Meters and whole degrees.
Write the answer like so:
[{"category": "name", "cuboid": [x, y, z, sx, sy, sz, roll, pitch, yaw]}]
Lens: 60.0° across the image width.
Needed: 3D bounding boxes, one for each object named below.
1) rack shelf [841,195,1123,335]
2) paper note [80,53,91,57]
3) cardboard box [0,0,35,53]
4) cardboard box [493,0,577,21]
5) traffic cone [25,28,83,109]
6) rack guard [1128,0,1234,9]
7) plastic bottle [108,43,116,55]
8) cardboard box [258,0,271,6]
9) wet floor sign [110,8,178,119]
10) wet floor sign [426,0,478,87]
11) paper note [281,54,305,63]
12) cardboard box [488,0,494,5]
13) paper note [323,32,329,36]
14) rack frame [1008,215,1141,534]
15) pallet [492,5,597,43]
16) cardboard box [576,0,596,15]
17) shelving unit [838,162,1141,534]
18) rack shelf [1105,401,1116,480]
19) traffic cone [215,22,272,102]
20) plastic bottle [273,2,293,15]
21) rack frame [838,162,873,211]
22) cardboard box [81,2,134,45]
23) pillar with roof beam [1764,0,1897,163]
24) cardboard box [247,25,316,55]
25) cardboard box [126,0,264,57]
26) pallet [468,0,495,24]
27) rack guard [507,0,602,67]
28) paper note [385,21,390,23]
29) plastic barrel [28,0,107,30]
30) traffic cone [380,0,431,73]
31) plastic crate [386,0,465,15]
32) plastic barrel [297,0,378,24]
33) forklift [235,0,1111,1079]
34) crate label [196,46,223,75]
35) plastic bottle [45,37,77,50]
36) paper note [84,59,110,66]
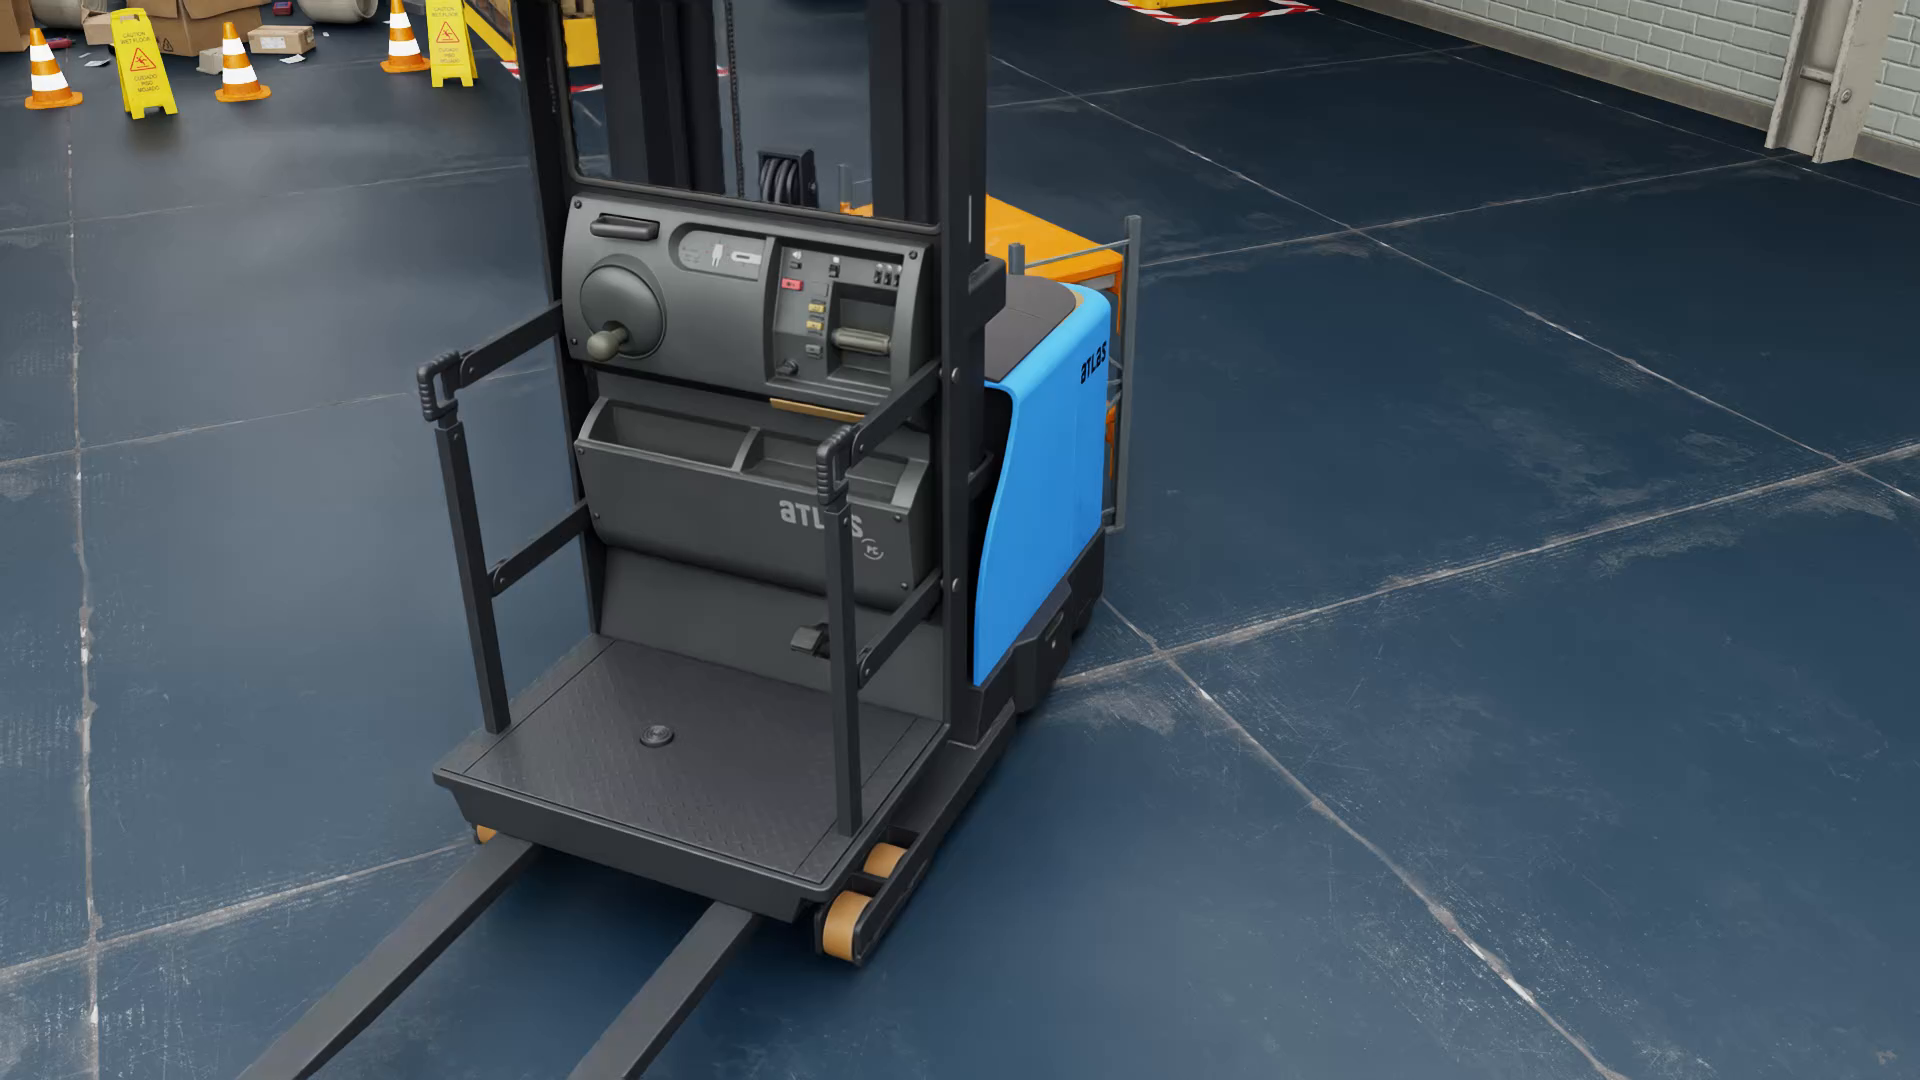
[{"category": "rack shelf", "cuboid": [0.075, -0.932, 5.664, 0.538, 0.278, 1.000, -18, 34, -29]}, {"category": "paper note", "cuboid": [-6.292, -3.486, 11.957, 0.032, 0.001, 0.123, 2, 29, 4]}, {"category": "cardboard box", "cuboid": [-7.089, -3.844, 12.092, 0.500, 0.500, 0.500, -8, 30, -13]}, {"category": "cardboard box", "cuboid": [-3.138, -4.016, 12.227, 0.500, 0.250, 0.500, -13, 32, -22]}, {"category": "traffic cone", "cuboid": [-5.910, -3.063, 10.739, 0.336, 0.463, 0.334, -13, 32, -22]}, {"category": "rack guard", "cuboid": [1.954, -4.664, 13.556, 1.175, 0.500, 0.348, -13, 32, -22]}, {"category": "plastic bottle", "cuboid": [-6.071, -3.556, 12.030, 0.283, 0.061, 0.133, 26, 38, 38]}, {"category": "cardboard box", "cuboid": [-5.843, -4.485, 13.476, 0.396, 0.266, 0.258, 13, 32, 21]}, {"category": "wet floor sign", "cuboid": [-5.164, -3.013, 10.463, 0.267, 0.644, 0.232, -19, 35, -30]}, {"category": "wet floor sign", "cuboid": [-3.422, -3.385, 11.128, 0.267, 0.644, 0.232, -3, 29, -5]}, {"category": "paper note", "cuboid": [-4.741, -3.425, 11.828, 0.142, 0.019, 0.148, 26, 38, 38]}, {"category": "cardboard box", "cuboid": [-3.343, -4.236, 12.619, 0.500, 0.250, 0.500, -13, 32, -22]}, {"category": "paper note", "cuboid": [-4.784, -3.815, 12.543, 0.032, 0.001, 0.123, -13, 32, -22]}, {"category": "rack frame", "cuboid": [0.361, -0.471, 5.440, 0.500, 1.125, 0.032, -18, 34, -29]}, {"category": "pallet", "cuboid": [-2.887, -3.904, 12.497, 1.003, 0.211, 1.213, -13, 32, -22]}, {"category": "cardboard box", "cuboid": [-2.634, -4.119, 12.411, 0.500, 0.250, 0.500, -13, 32, -22]}, {"category": "shelving unit", "cuboid": [0.075, -0.677, 5.807, 0.538, 1.125, 1.048, -18, 34, -29]}, {"category": "rack shelf", "cuboid": [0.075, -0.464, 5.927, 0.538, 0.278, 1.000, -18, 34, -29]}, {"category": "traffic cone", "cuboid": [-4.744, -3.150, 10.895, 0.336, 0.463, 0.334, -13, 32, -22]}, {"category": "plastic bottle", "cuboid": [-5.394, -4.242, 13.253, 0.133, 0.061, 0.283, -8, 30, -13]}, {"category": "rack frame", "cuboid": [-0.210, -0.882, 6.174, 0.500, 1.125, 0.032, -18, 34, -29]}, {"category": "cardboard box", "cuboid": [-6.280, -3.839, 12.324, 0.396, 0.266, 0.258, -8, 30, -13]}, {"category": "pillar with roof beam", "cuboid": [1.147, -5.324, 6.044, 9.100, 9.000, 0.400, -13, 32, -22]}, {"category": "cardboard box", "cuboid": [-4.924, -3.632, 12.075, 0.380, 0.149, 0.250, 2, 29, 4]}, {"category": "cardboard box", "cuboid": [-5.578, -3.876, 12.148, 0.637, 0.503, 0.797, 13, 32, 21]}, {"category": "pallet", "cuboid": [-3.407, -4.443, 13.457, 1.003, 0.211, 1.213, -13, 32, -22]}, {"category": "rack guard", "cuboid": [-2.570, -3.664, 11.773, 1.175, 0.500, 0.348, -13, 32, -22]}, {"category": "paper note", "cuboid": [-4.382, -4.032, 12.908, 0.148, 0.019, 0.142, 26, 38, 38]}, {"category": "plastic barrel", "cuboid": [-6.809, -4.101, 12.631, 0.512, 0.421, 0.421, 7, 30, 13]}, {"category": "traffic cone", "cuboid": [-3.887, -3.533, 11.578, 0.336, 0.463, 0.334, -13, 32, -22]}, {"category": "plastic crate", "cuboid": [-4.321, -4.349, 13.423, 0.583, 0.080, 0.402, 26, 38, 38]}, {"category": "plastic barrel", "cuboid": [-4.791, -4.192, 12.792, 0.512, 0.421, 0.421, 7, 30, 13]}, {"category": "forklift", "cuboid": [-0.599, -0.514, 3.671, 1.130, 2.935, 3.031, 12, 31, 21]}, {"category": "crate label", "cuboid": [-5.137, -3.342, 11.571, 0.298, 0.136, 0.250, 19, 34, 30]}, {"category": "plastic bottle", "cuboid": [-6.624, -3.626, 12.153, 0.133, 0.061, 0.283, 26, 38, 38]}, {"category": "paper note", "cuboid": [-6.086, -3.372, 11.734, 0.144, 0.017, 0.142, -3, 29, -5]}]
